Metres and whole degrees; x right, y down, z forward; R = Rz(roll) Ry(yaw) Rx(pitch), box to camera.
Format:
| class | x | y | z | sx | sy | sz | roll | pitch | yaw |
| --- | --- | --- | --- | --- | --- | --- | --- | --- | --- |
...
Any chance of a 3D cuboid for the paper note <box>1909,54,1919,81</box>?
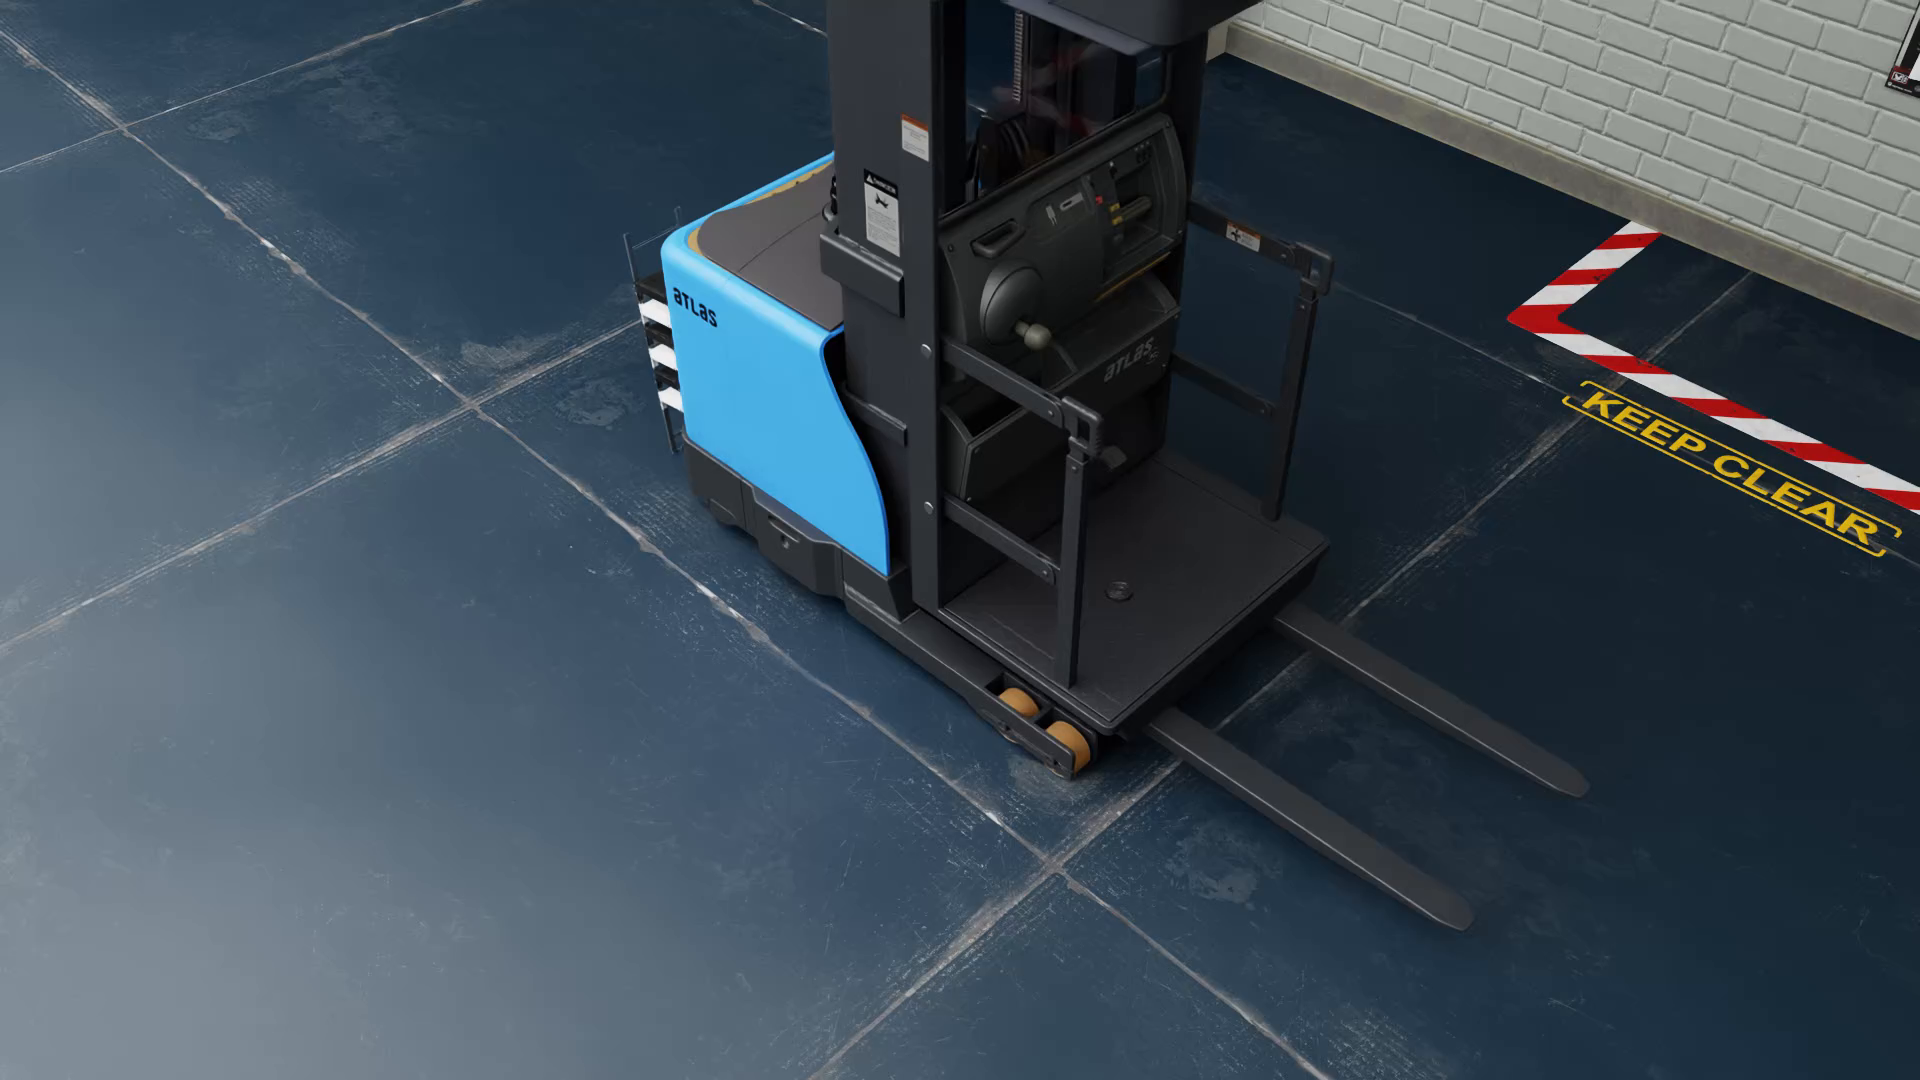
| class | x | y | z | sx | sy | sz | roll | pitch | yaw |
| --- | --- | --- | --- | --- | --- | --- | --- | --- | --- |
| paper note | 3.562 | -1.732 | 6.064 | 0.016 | 0.148 | 0.142 | -34 | 53 | -31 |

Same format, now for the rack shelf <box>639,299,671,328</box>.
| class | x | y | z | sx | sy | sz | roll | pitch | yaw |
| --- | --- | --- | --- | --- | --- | --- | --- | --- | --- |
| rack shelf | -0.940 | -0.799 | 5.725 | 0.200 | 0.077 | 0.258 | 28 | 49 | 34 |

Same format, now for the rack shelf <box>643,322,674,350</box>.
| class | x | y | z | sx | sy | sz | roll | pitch | yaw |
| --- | --- | --- | --- | --- | --- | --- | --- | --- | --- |
| rack shelf | -0.933 | -0.730 | 5.781 | 0.200 | 0.077 | 0.258 | 28 | 49 | 34 |

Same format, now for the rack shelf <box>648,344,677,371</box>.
| class | x | y | z | sx | sy | sz | roll | pitch | yaw |
| --- | --- | --- | --- | --- | --- | --- | --- | --- | --- |
| rack shelf | -0.927 | -0.660 | 5.838 | 0.200 | 0.077 | 0.258 | 28 | 49 | 34 |

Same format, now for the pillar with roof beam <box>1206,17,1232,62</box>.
| class | x | y | z | sx | sy | sz | roll | pitch | yaw |
| --- | --- | --- | --- | --- | --- | --- | --- | --- | --- |
| pillar with roof beam | -1.929 | -3.755 | 3.183 | 9.100 | 9.000 | 0.400 | -34 | 53 | -31 |

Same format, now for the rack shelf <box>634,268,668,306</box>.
| class | x | y | z | sx | sy | sz | roll | pitch | yaw |
| --- | --- | --- | --- | --- | --- | --- | --- | --- | --- |
| rack shelf | -0.946 | -0.869 | 5.668 | 0.200 | 0.077 | 0.258 | 28 | 49 | 34 |

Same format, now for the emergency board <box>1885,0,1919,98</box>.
| class | x | y | z | sx | sy | sz | roll | pitch | yaw |
| --- | --- | --- | --- | --- | --- | --- | --- | --- | --- |
| emergency board | 3.644 | -1.951 | 5.651 | 0.157 | 1.169 | 0.626 | -34 | 53 | -31 |

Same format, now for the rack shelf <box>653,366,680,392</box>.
| class | x | y | z | sx | sy | sz | roll | pitch | yaw |
| --- | --- | --- | --- | --- | --- | --- | --- | --- | --- |
| rack shelf | -0.921 | -0.590 | 5.894 | 0.200 | 0.077 | 0.258 | 28 | 49 | 34 |

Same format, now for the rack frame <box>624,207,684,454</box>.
| class | x | y | z | sx | sy | sz | roll | pitch | yaw |
| --- | --- | --- | --- | --- | --- | --- | --- | --- | --- |
| rack frame | -1.004 | -0.725 | 5.874 | 0.006 | 0.900 | 0.240 | 28 | 49 | 34 |

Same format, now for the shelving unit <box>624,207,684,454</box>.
| class | x | y | z | sx | sy | sz | roll | pitch | yaw |
| --- | --- | --- | --- | --- | --- | --- | --- | --- | --- |
| shelving unit | -0.930 | -0.686 | 5.817 | 0.210 | 0.900 | 0.258 | 28 | 49 | 34 |

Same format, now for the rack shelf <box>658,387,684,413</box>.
| class | x | y | z | sx | sy | sz | roll | pitch | yaw |
| --- | --- | --- | --- | --- | --- | --- | --- | --- | --- |
| rack shelf | -0.915 | -0.520 | 5.951 | 0.200 | 0.077 | 0.258 | 28 | 49 | 34 |

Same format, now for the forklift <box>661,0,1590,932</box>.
| class | x | y | z | sx | sy | sz | roll | pitch | yaw |
| --- | --- | --- | --- | --- | --- | --- | --- | --- | --- |
| forklift | 0.454 | -0.771 | 4.424 | 3.031 | 2.935 | 1.130 | 33 | 52 | 31 |
